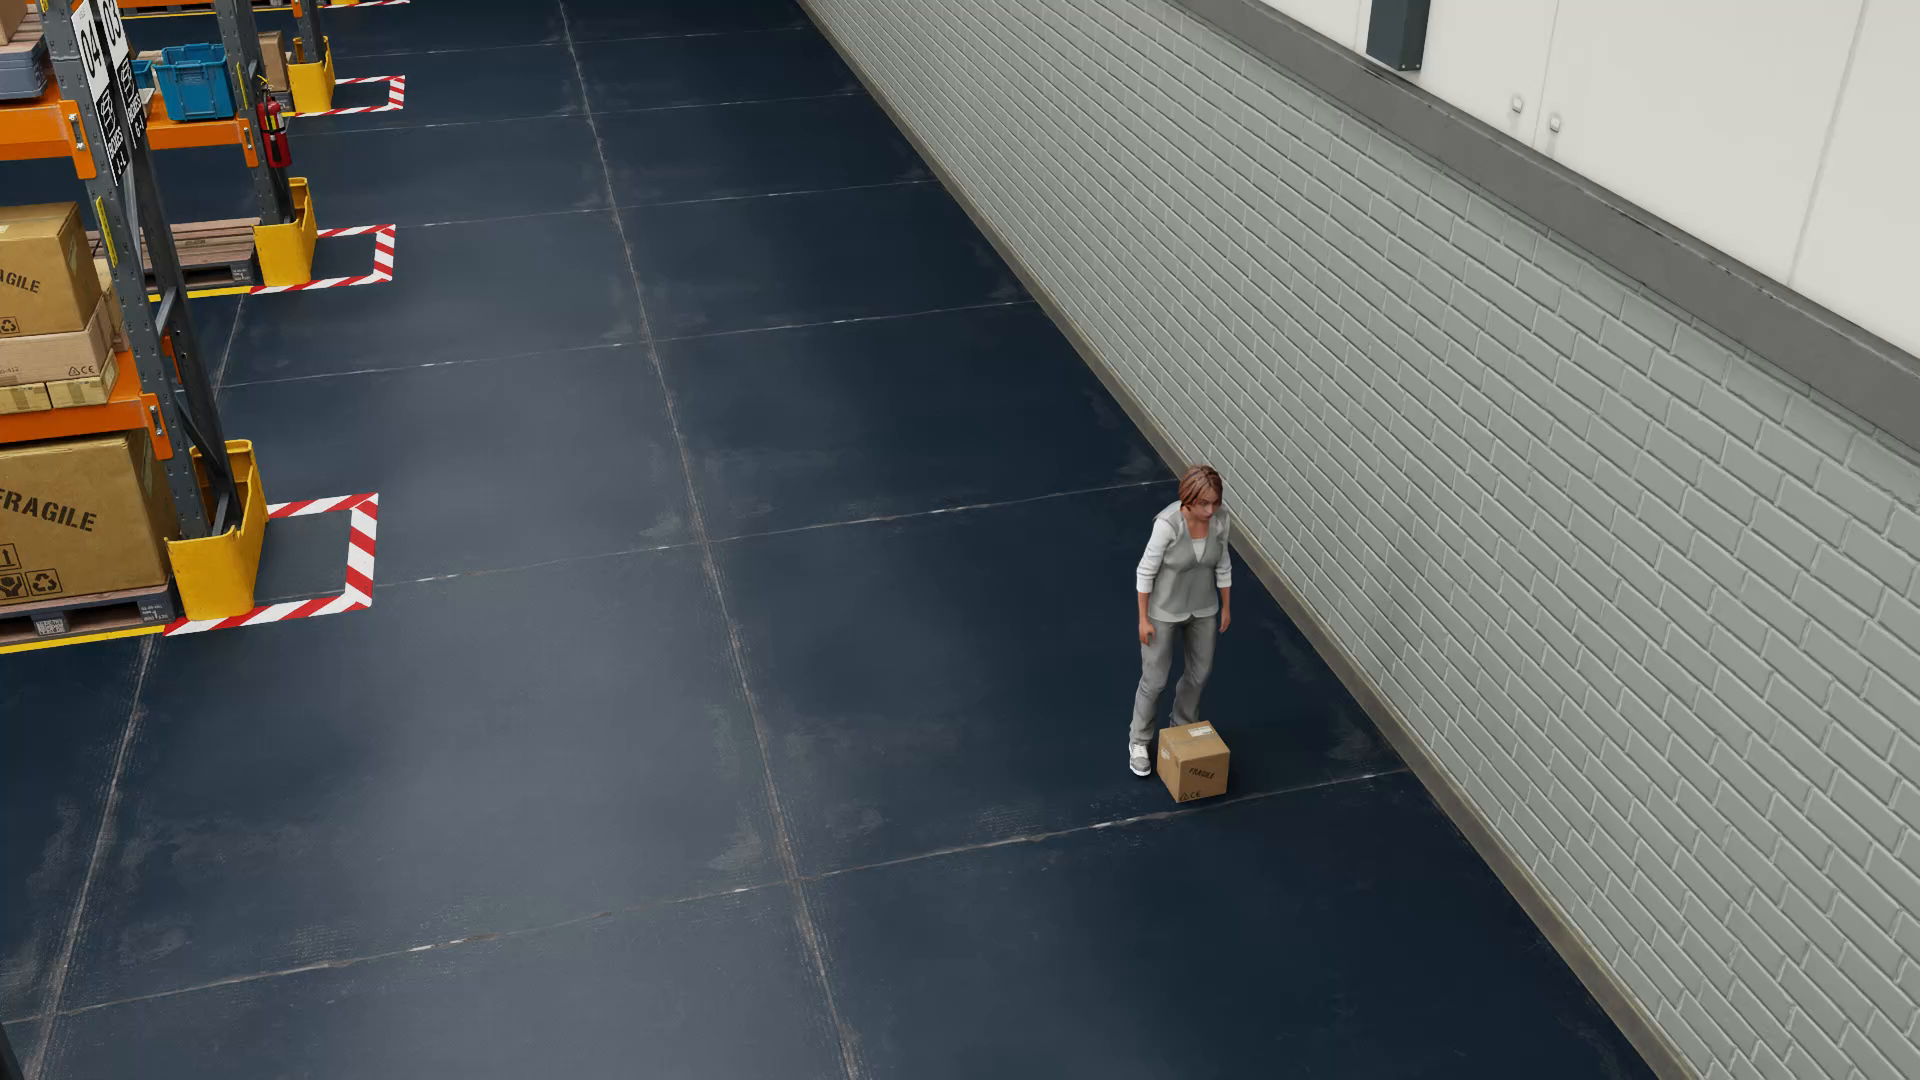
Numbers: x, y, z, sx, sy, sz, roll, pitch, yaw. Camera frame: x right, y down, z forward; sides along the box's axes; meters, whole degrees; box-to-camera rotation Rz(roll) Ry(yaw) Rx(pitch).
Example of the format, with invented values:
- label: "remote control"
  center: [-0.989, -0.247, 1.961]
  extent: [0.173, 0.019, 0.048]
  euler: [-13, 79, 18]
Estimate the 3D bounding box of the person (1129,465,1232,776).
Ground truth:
- label: "person"
  center: [1.022, 0.344, 7.658]
  extent: [0.477, 1.593, 0.346]
  euler: [-9, 32, -15]
